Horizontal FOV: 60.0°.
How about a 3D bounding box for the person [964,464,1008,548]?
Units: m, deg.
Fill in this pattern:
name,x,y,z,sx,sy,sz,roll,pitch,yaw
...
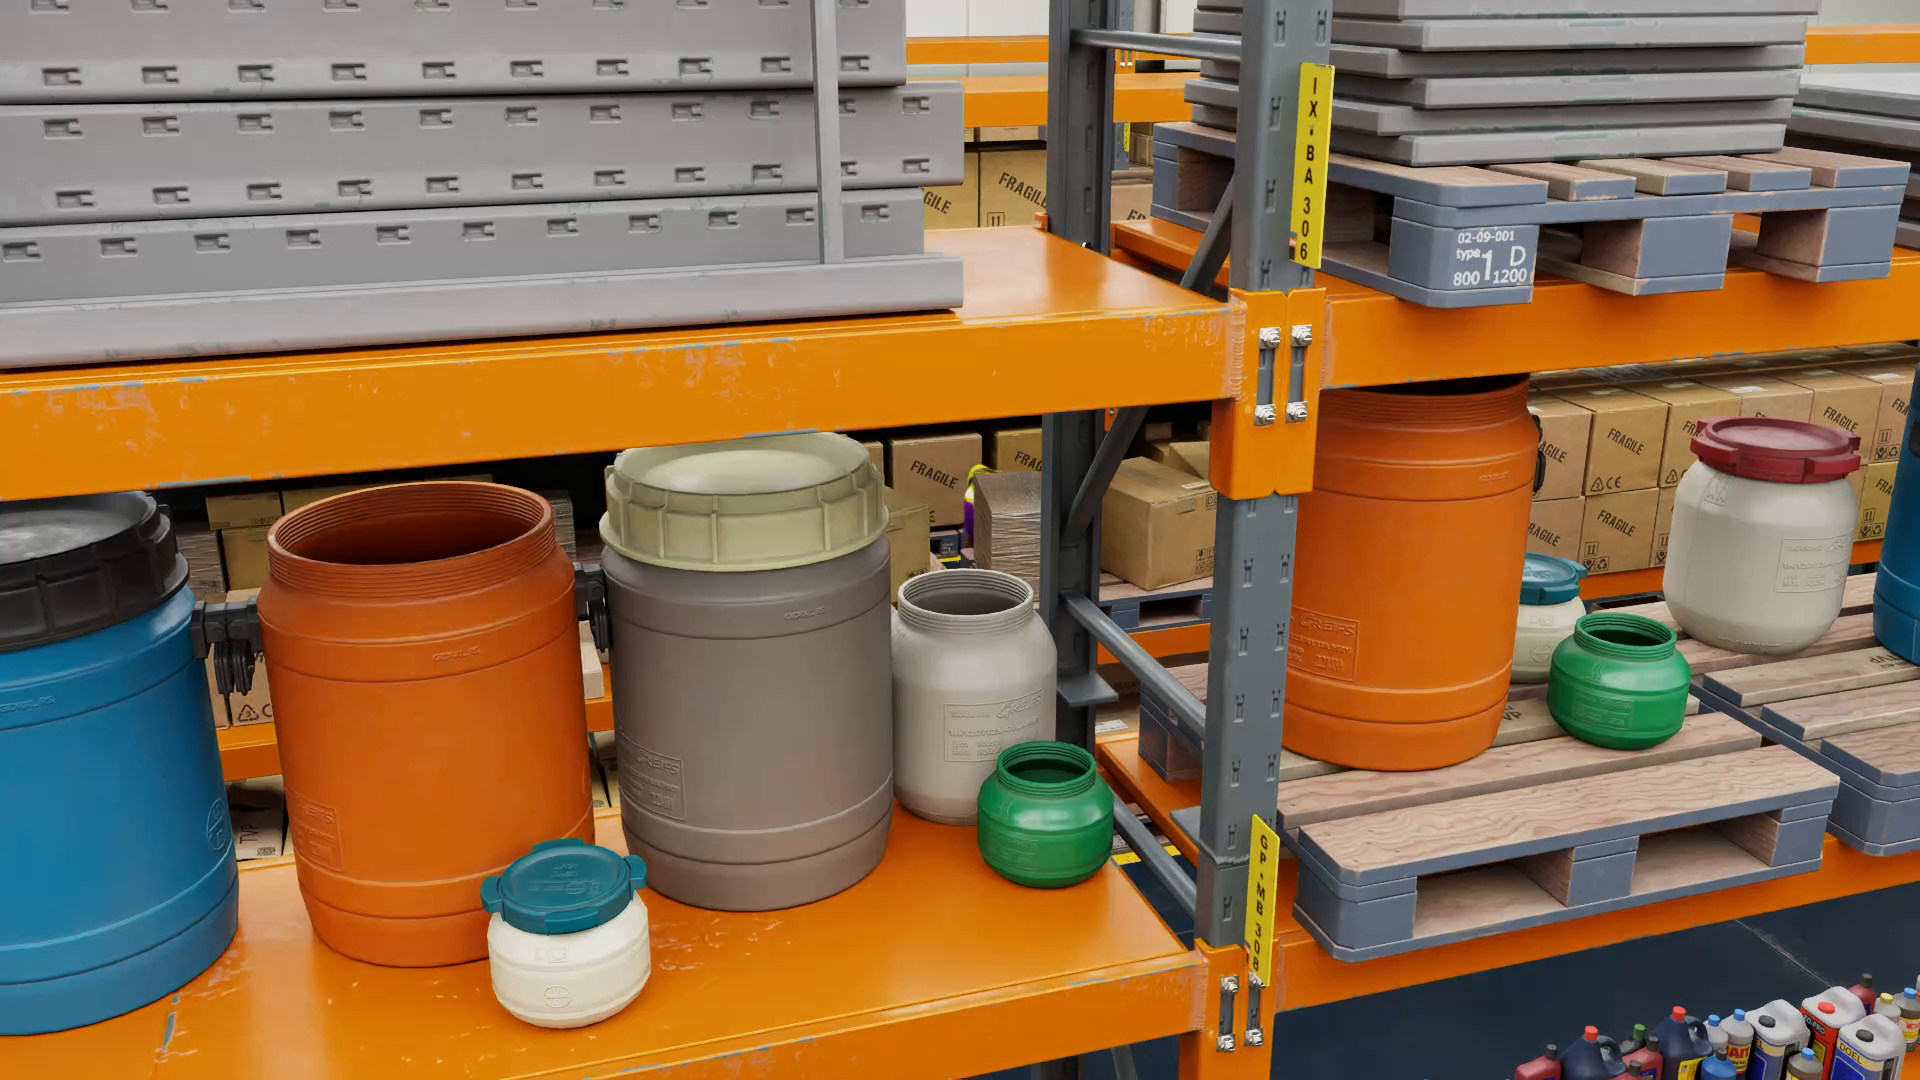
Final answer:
name,x,y,z,sx,sy,sz,roll,pitch,yaw
person,0.284,0.015,12.536,0.479,1.075,0.982,-7,20,-19
